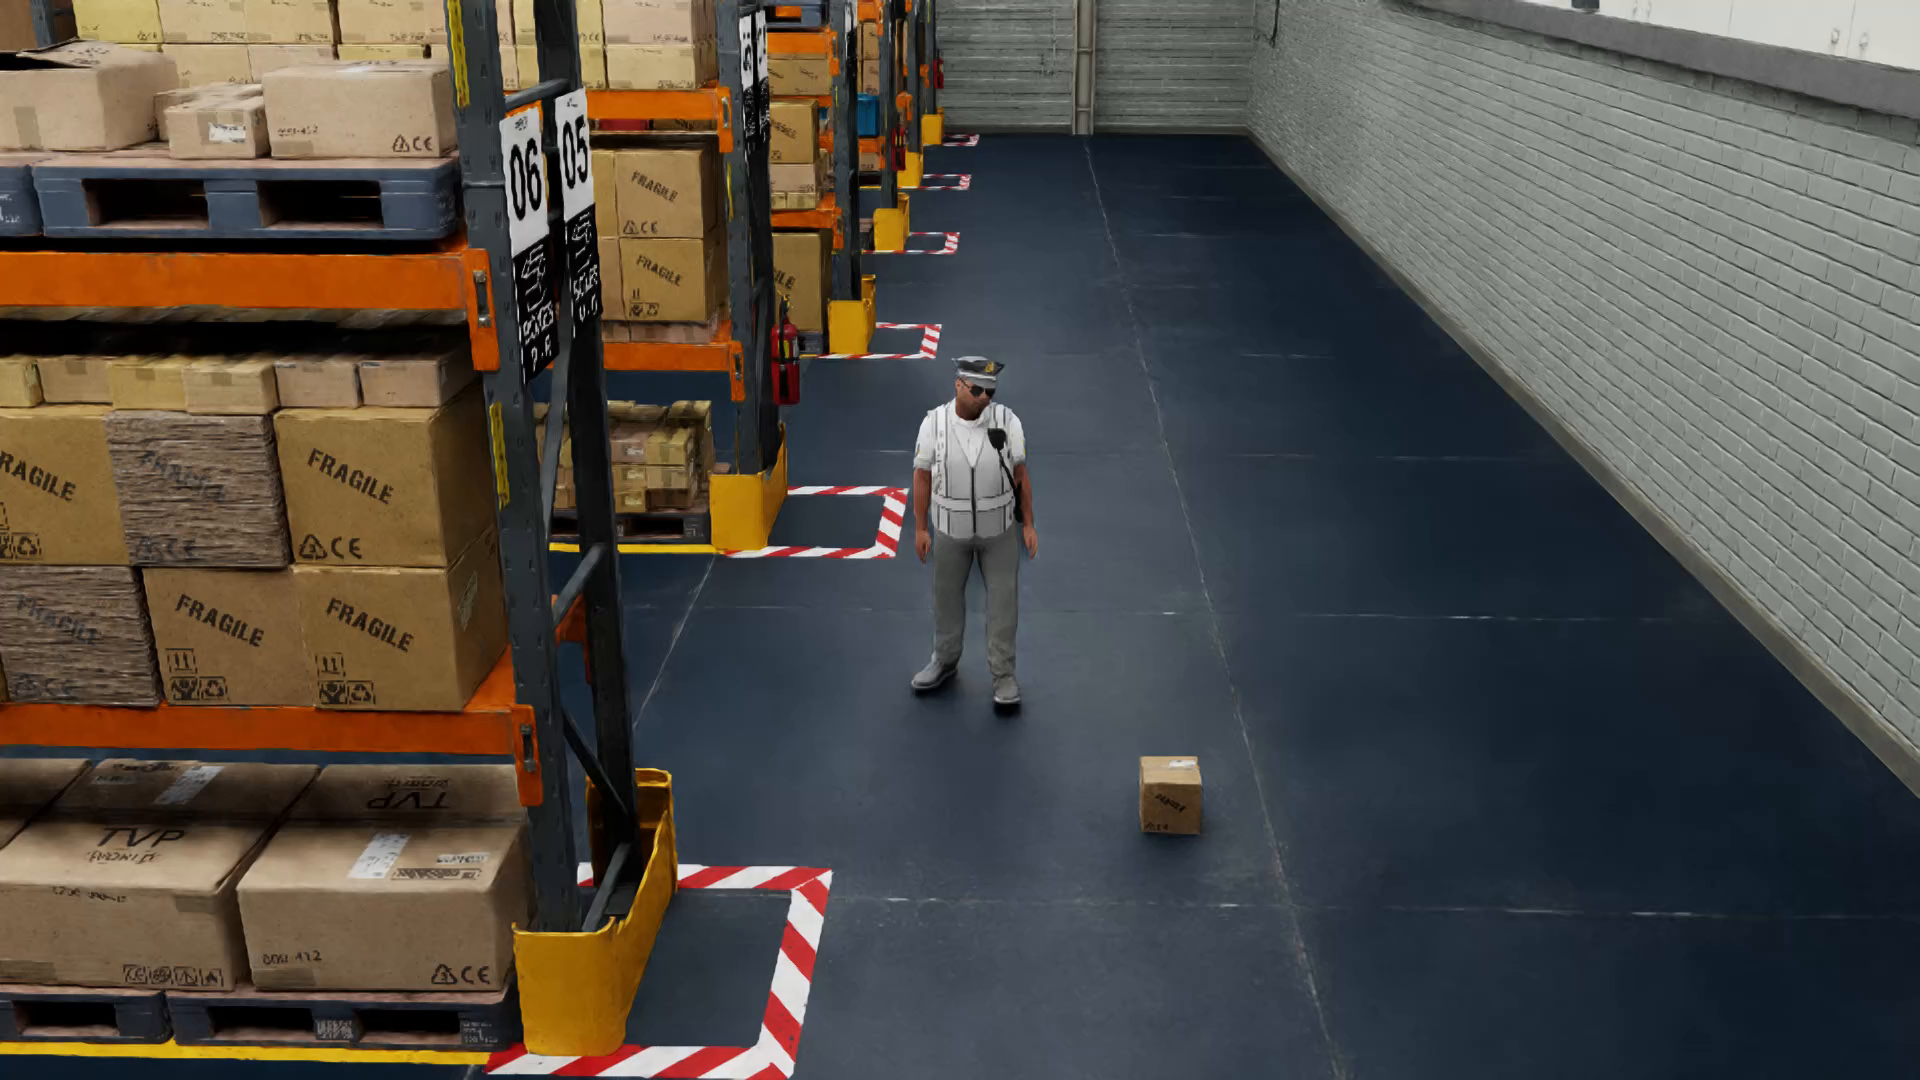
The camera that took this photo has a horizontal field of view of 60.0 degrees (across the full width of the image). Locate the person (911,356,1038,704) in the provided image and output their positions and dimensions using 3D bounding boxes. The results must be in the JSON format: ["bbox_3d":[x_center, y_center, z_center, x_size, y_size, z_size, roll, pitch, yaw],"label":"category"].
[{"bbox_3d":[0.068,-0.049,8.220,0.638,1.755,0.515,0,21,1],"label":"person"}]
